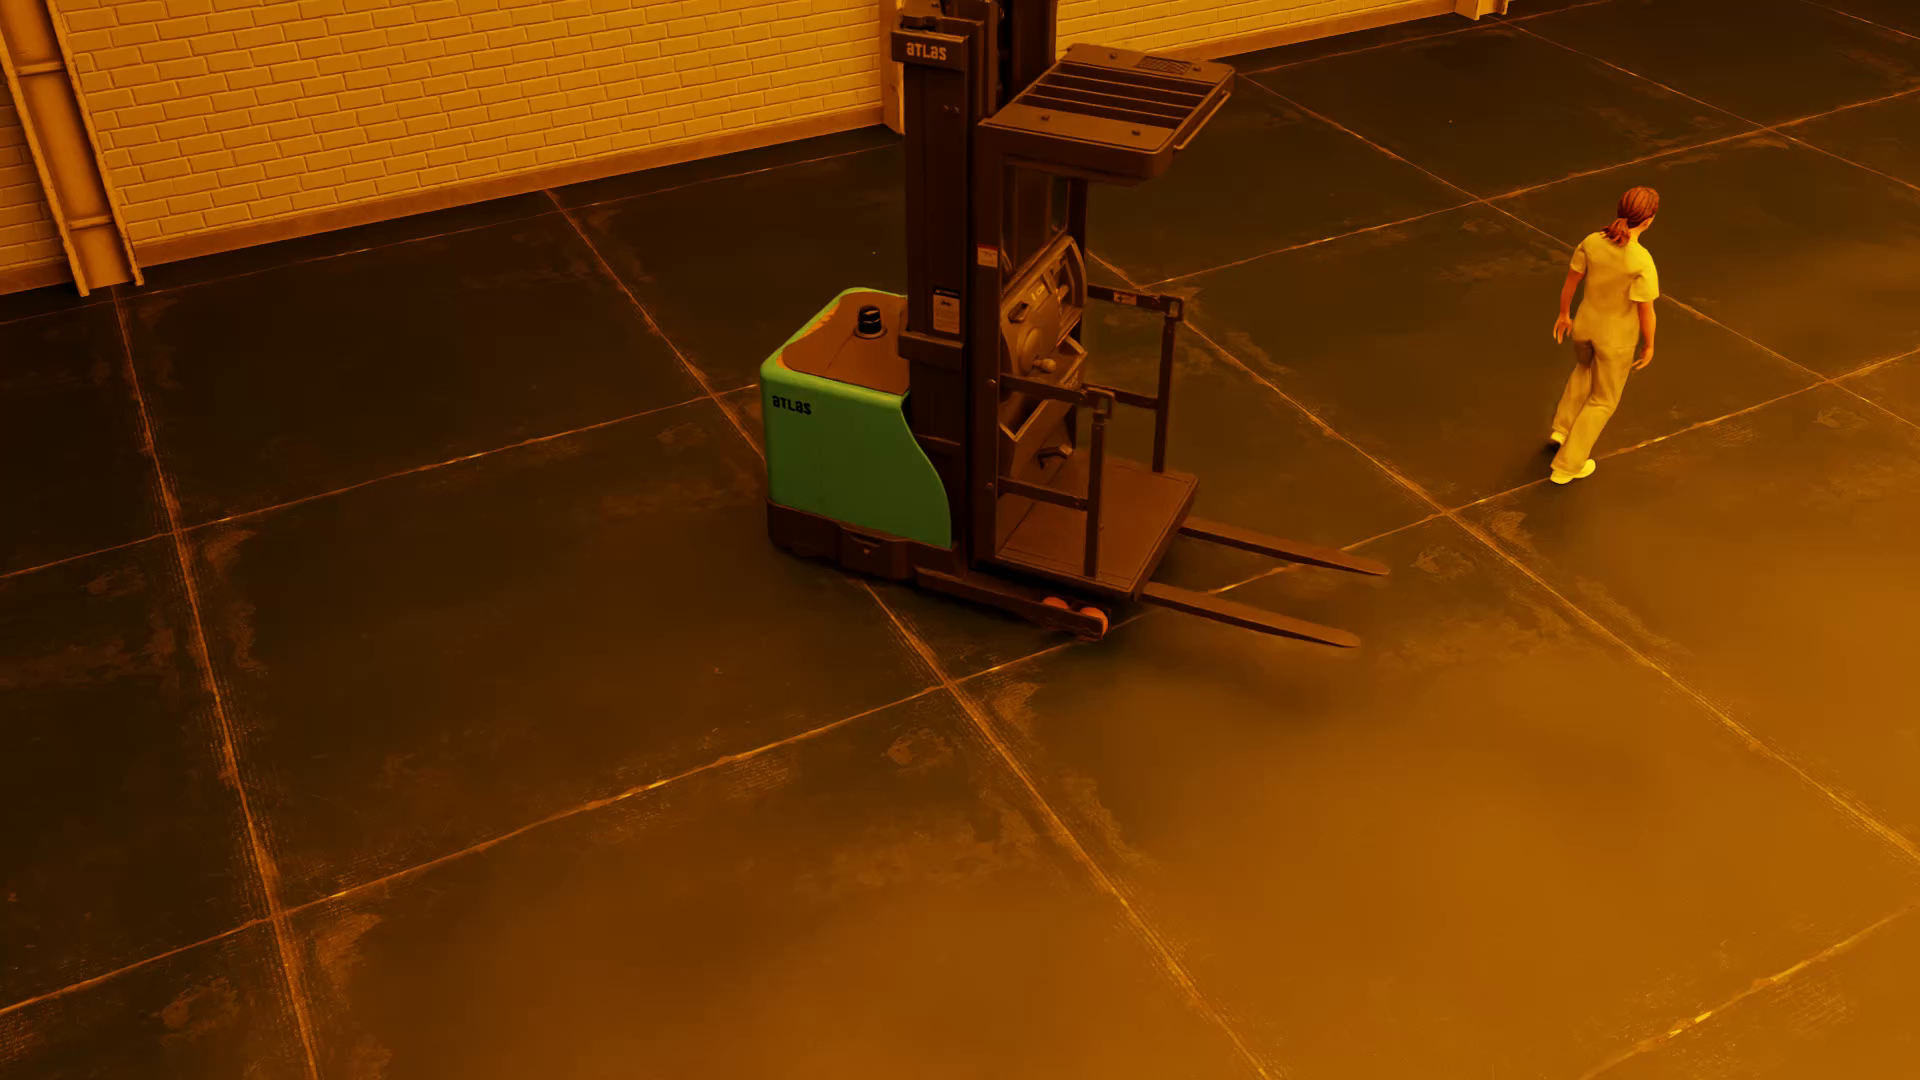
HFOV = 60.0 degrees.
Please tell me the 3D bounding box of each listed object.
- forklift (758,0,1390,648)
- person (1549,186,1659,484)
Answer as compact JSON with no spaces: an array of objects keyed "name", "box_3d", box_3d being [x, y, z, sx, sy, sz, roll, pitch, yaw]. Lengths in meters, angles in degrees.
[{"name":"forklift","box_3d":[0.573,-1.059,7.622,3.031,2.935,1.130,15,38,20]},{"name":"person","box_3d":[3.417,-1.065,8.790,0.498,1.710,0.537,-21,40,-26]}]
